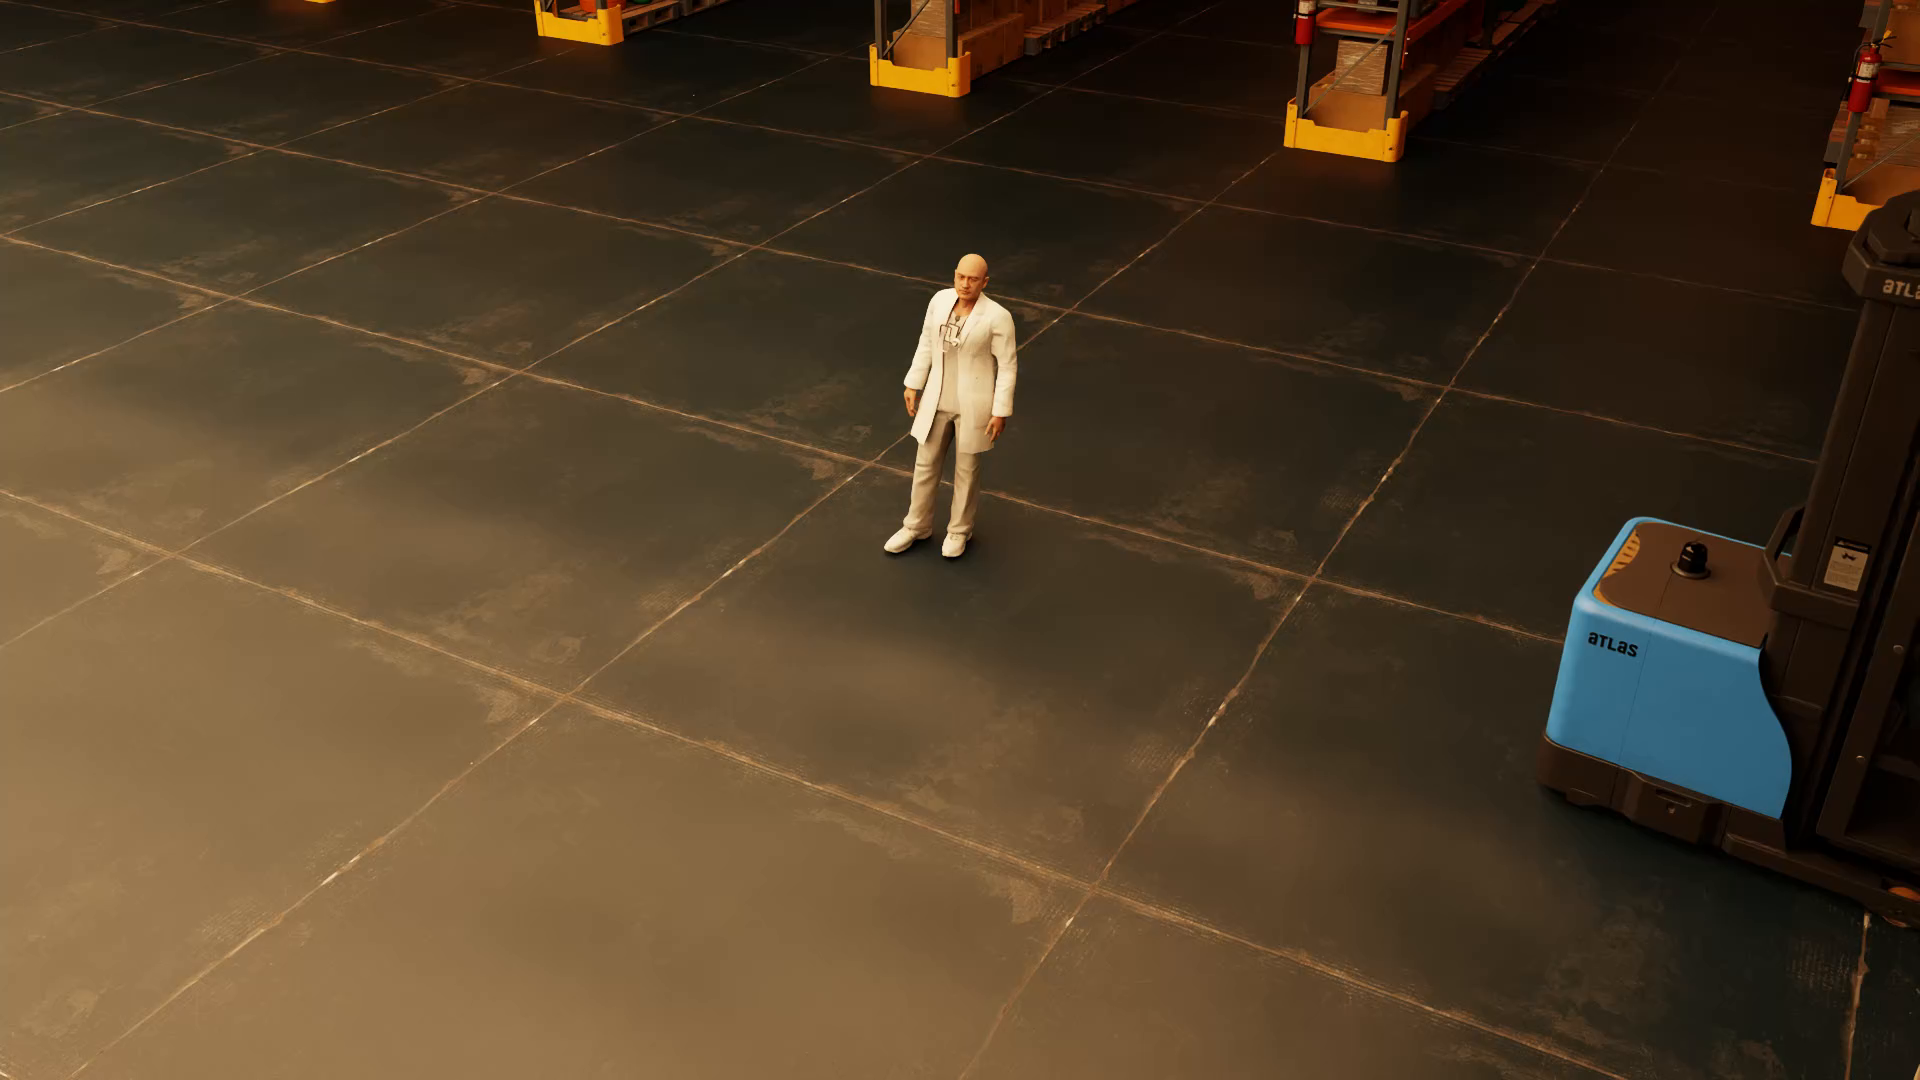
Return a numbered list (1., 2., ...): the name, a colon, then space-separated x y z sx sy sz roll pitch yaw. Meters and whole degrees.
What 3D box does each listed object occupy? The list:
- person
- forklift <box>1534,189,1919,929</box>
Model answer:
1. person: -0.048 -0.737 9.487 0.698 1.778 0.578 15 33 25
2. forklift: 4.242 0.138 6.831 3.031 2.935 1.130 19 35 29
